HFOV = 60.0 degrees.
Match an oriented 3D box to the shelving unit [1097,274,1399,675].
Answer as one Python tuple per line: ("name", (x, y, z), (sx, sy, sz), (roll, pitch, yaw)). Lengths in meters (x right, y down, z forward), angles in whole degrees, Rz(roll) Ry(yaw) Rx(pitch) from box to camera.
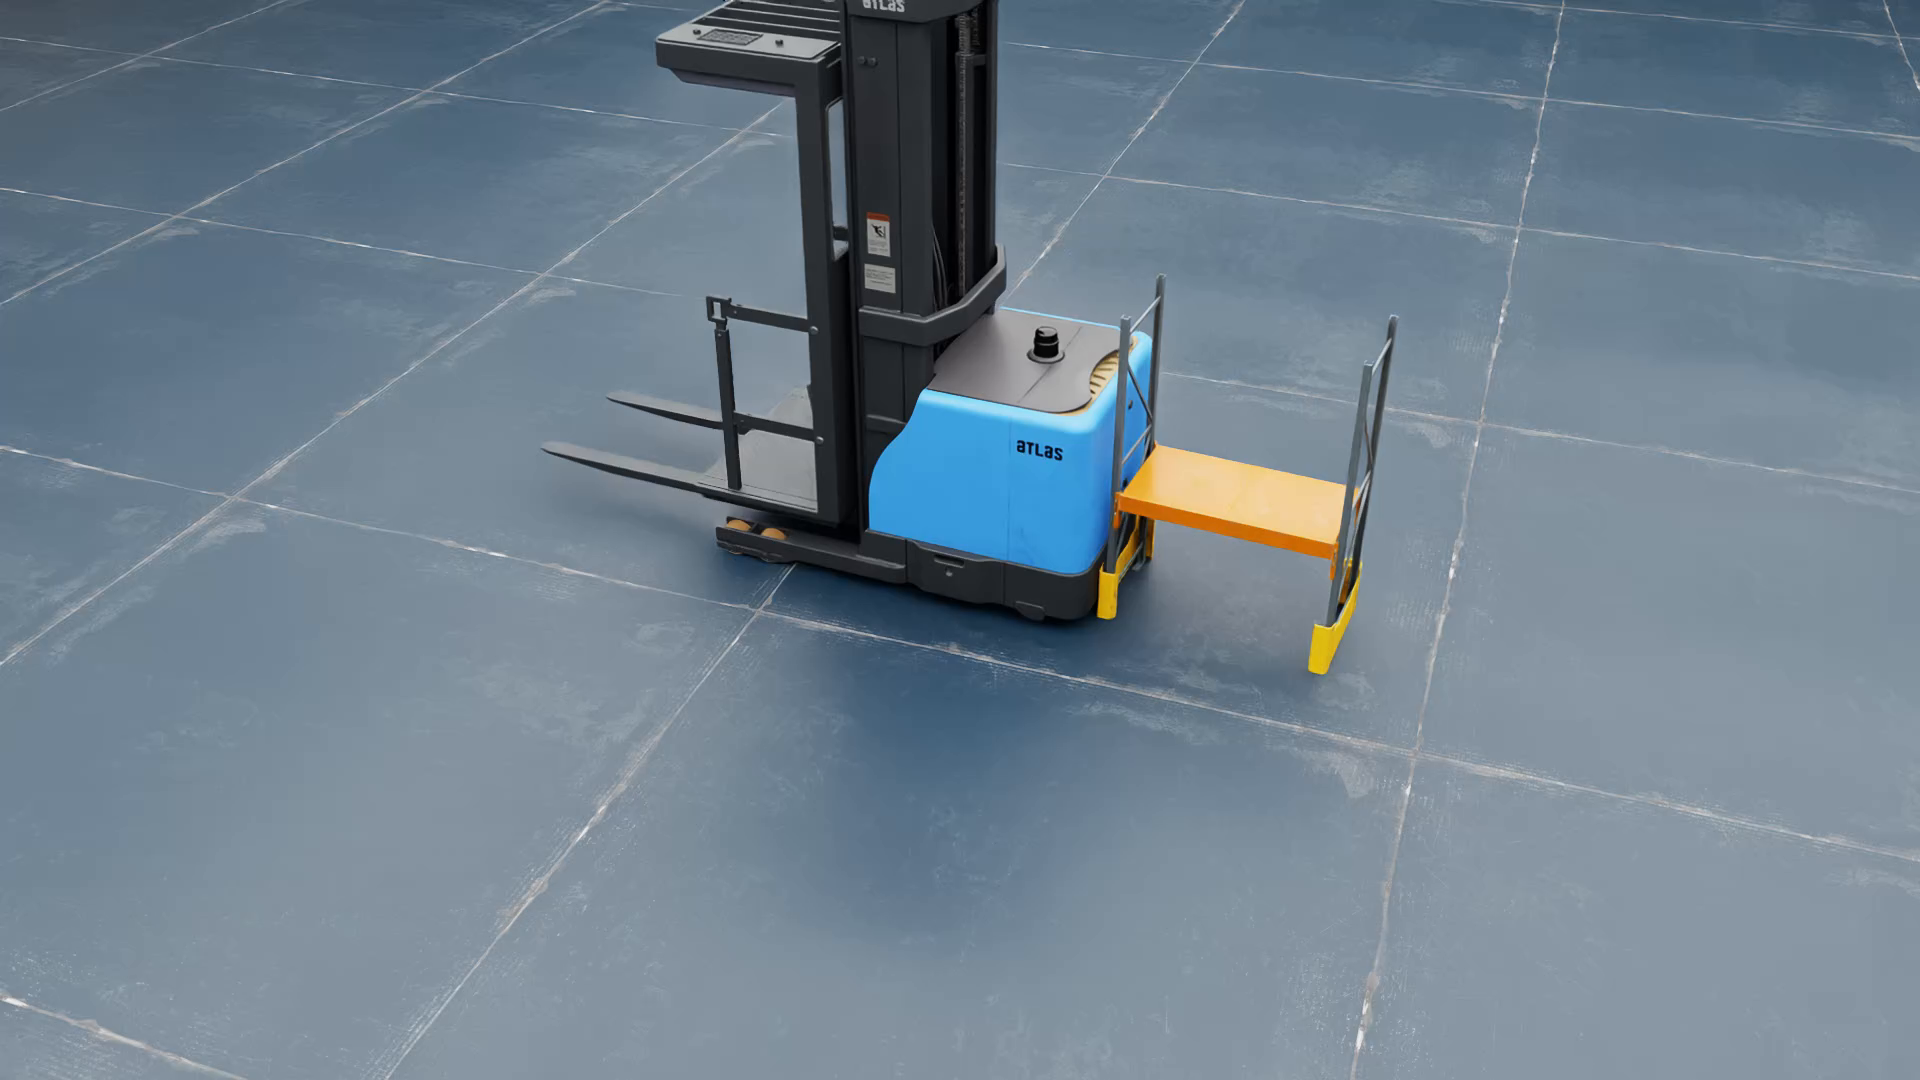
("shelving unit", (1.240, -0.299, 7.330), (1.083, 1.500, 0.587), (14, 35, 20))

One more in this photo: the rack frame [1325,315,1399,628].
("rack frame", (1.710, -0.182, 7.149), (0.032, 1.500, 0.500), (14, 35, 20))

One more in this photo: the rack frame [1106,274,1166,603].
("rack frame", (0.786, -0.412, 7.505), (0.032, 1.500, 0.500), (14, 35, 20))

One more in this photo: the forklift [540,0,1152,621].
("forklift", (-0.643, -1.370, 7.670), (3.031, 2.935, 1.130), (13, 35, 19))

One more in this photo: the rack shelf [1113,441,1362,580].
("rack shelf", (1.248, -0.146, 7.425), (1.000, 0.185, 0.538), (14, 35, 20))

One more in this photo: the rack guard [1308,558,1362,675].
("rack guard", (1.693, 0.339, 7.495), (0.087, 0.250, 0.587), (14, 35, 20))

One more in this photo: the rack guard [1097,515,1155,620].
("rack guard", (0.787, 0.114, 7.843), (0.087, 0.250, 0.587), (14, 35, 20))
